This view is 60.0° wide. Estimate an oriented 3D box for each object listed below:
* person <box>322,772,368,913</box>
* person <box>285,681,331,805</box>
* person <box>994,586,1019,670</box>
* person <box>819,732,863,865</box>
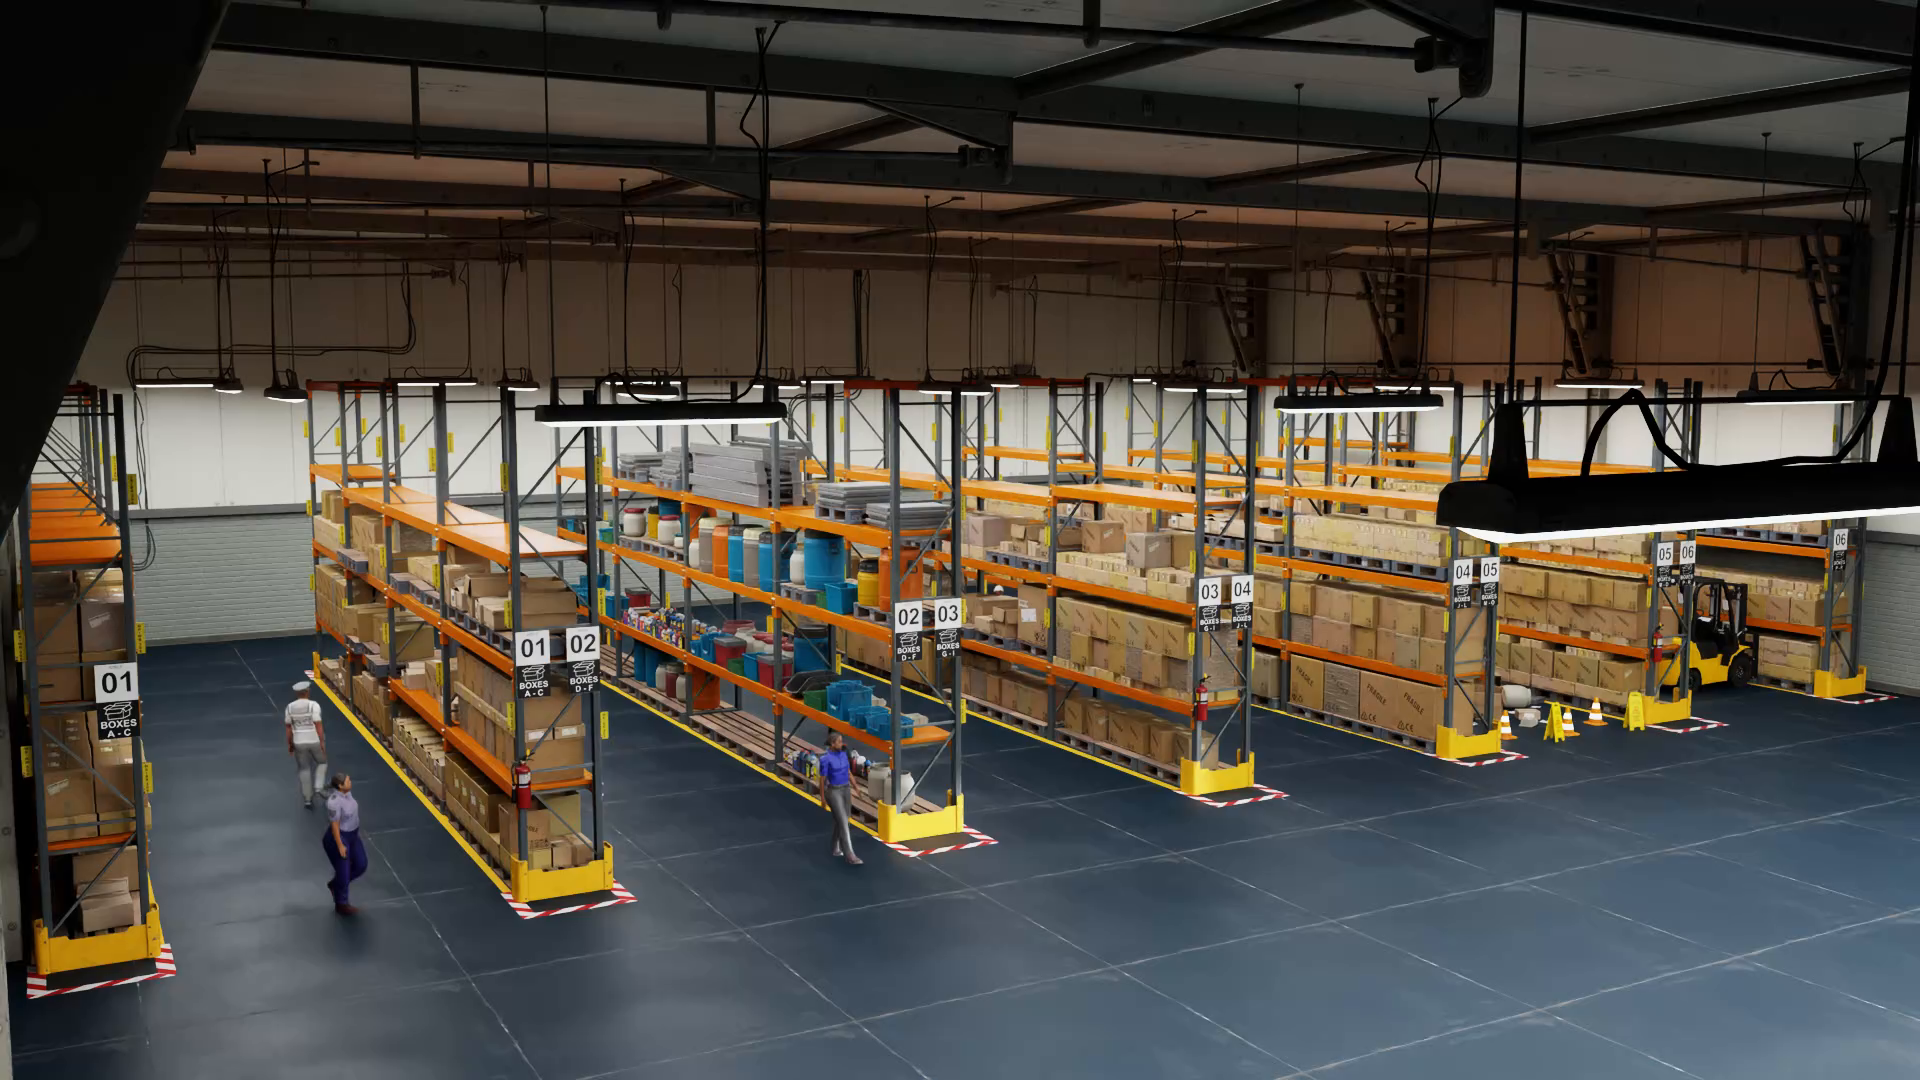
[{"bbox_3d":[-7.155,3.464,19.167,0.490,1.635,0.473,2,6,16],"label":"person"},{"bbox_3d":[-9.358,2.915,23.875,0.597,1.754,0.547,-2,6,-19],"label":"person"},{"bbox_3d":[0.819,1.807,34.379,0.656,1.725,1.096,-4,7,-32],"label":"person"},{"bbox_3d":[-1.444,3.291,21.212,0.792,1.650,0.475,5,8,39],"label":"person"}]
